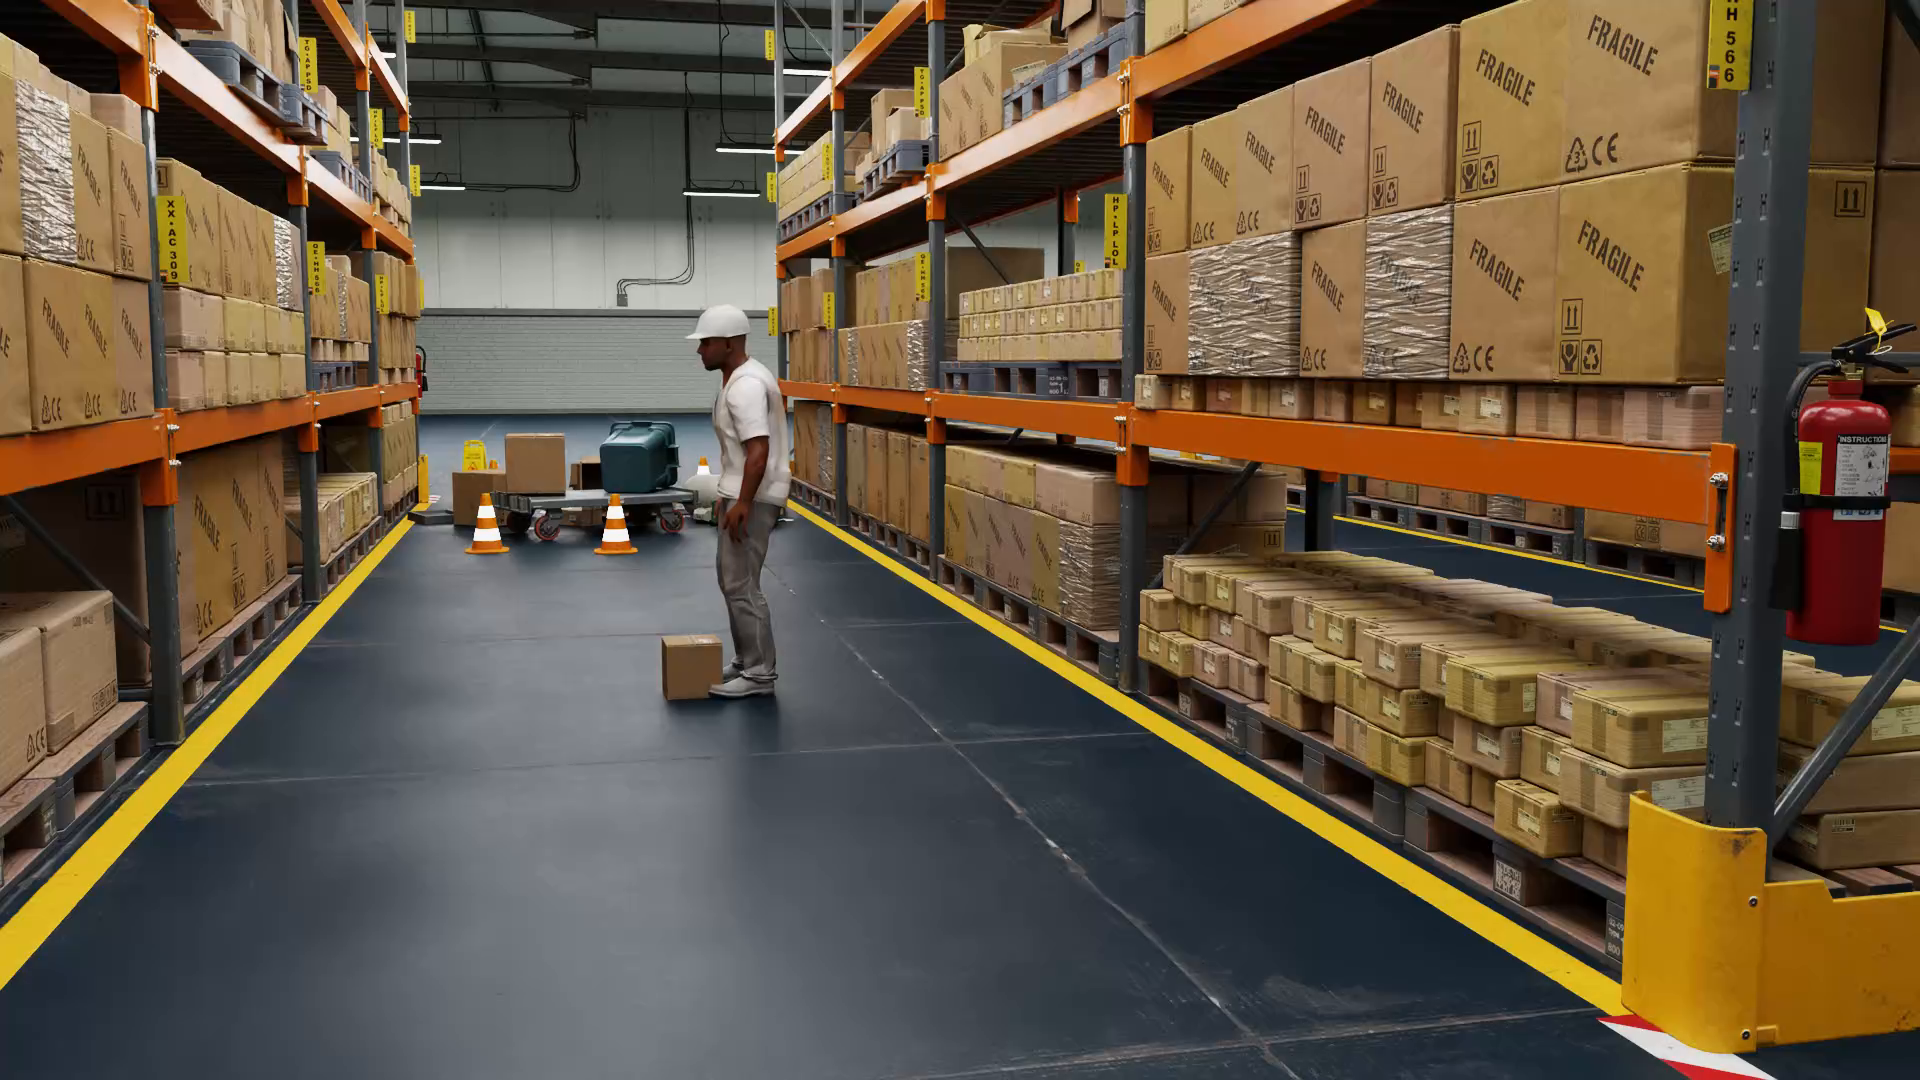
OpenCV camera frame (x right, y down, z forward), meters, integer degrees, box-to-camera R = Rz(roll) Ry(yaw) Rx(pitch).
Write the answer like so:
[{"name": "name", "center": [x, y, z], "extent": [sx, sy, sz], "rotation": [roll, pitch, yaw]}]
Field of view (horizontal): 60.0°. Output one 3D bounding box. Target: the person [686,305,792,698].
[{"name": "person", "center": [-1.003, -0.179, 7.560], "extent": [0.457, 1.758, 0.626], "rotation": [-1, 6, -13]}]
